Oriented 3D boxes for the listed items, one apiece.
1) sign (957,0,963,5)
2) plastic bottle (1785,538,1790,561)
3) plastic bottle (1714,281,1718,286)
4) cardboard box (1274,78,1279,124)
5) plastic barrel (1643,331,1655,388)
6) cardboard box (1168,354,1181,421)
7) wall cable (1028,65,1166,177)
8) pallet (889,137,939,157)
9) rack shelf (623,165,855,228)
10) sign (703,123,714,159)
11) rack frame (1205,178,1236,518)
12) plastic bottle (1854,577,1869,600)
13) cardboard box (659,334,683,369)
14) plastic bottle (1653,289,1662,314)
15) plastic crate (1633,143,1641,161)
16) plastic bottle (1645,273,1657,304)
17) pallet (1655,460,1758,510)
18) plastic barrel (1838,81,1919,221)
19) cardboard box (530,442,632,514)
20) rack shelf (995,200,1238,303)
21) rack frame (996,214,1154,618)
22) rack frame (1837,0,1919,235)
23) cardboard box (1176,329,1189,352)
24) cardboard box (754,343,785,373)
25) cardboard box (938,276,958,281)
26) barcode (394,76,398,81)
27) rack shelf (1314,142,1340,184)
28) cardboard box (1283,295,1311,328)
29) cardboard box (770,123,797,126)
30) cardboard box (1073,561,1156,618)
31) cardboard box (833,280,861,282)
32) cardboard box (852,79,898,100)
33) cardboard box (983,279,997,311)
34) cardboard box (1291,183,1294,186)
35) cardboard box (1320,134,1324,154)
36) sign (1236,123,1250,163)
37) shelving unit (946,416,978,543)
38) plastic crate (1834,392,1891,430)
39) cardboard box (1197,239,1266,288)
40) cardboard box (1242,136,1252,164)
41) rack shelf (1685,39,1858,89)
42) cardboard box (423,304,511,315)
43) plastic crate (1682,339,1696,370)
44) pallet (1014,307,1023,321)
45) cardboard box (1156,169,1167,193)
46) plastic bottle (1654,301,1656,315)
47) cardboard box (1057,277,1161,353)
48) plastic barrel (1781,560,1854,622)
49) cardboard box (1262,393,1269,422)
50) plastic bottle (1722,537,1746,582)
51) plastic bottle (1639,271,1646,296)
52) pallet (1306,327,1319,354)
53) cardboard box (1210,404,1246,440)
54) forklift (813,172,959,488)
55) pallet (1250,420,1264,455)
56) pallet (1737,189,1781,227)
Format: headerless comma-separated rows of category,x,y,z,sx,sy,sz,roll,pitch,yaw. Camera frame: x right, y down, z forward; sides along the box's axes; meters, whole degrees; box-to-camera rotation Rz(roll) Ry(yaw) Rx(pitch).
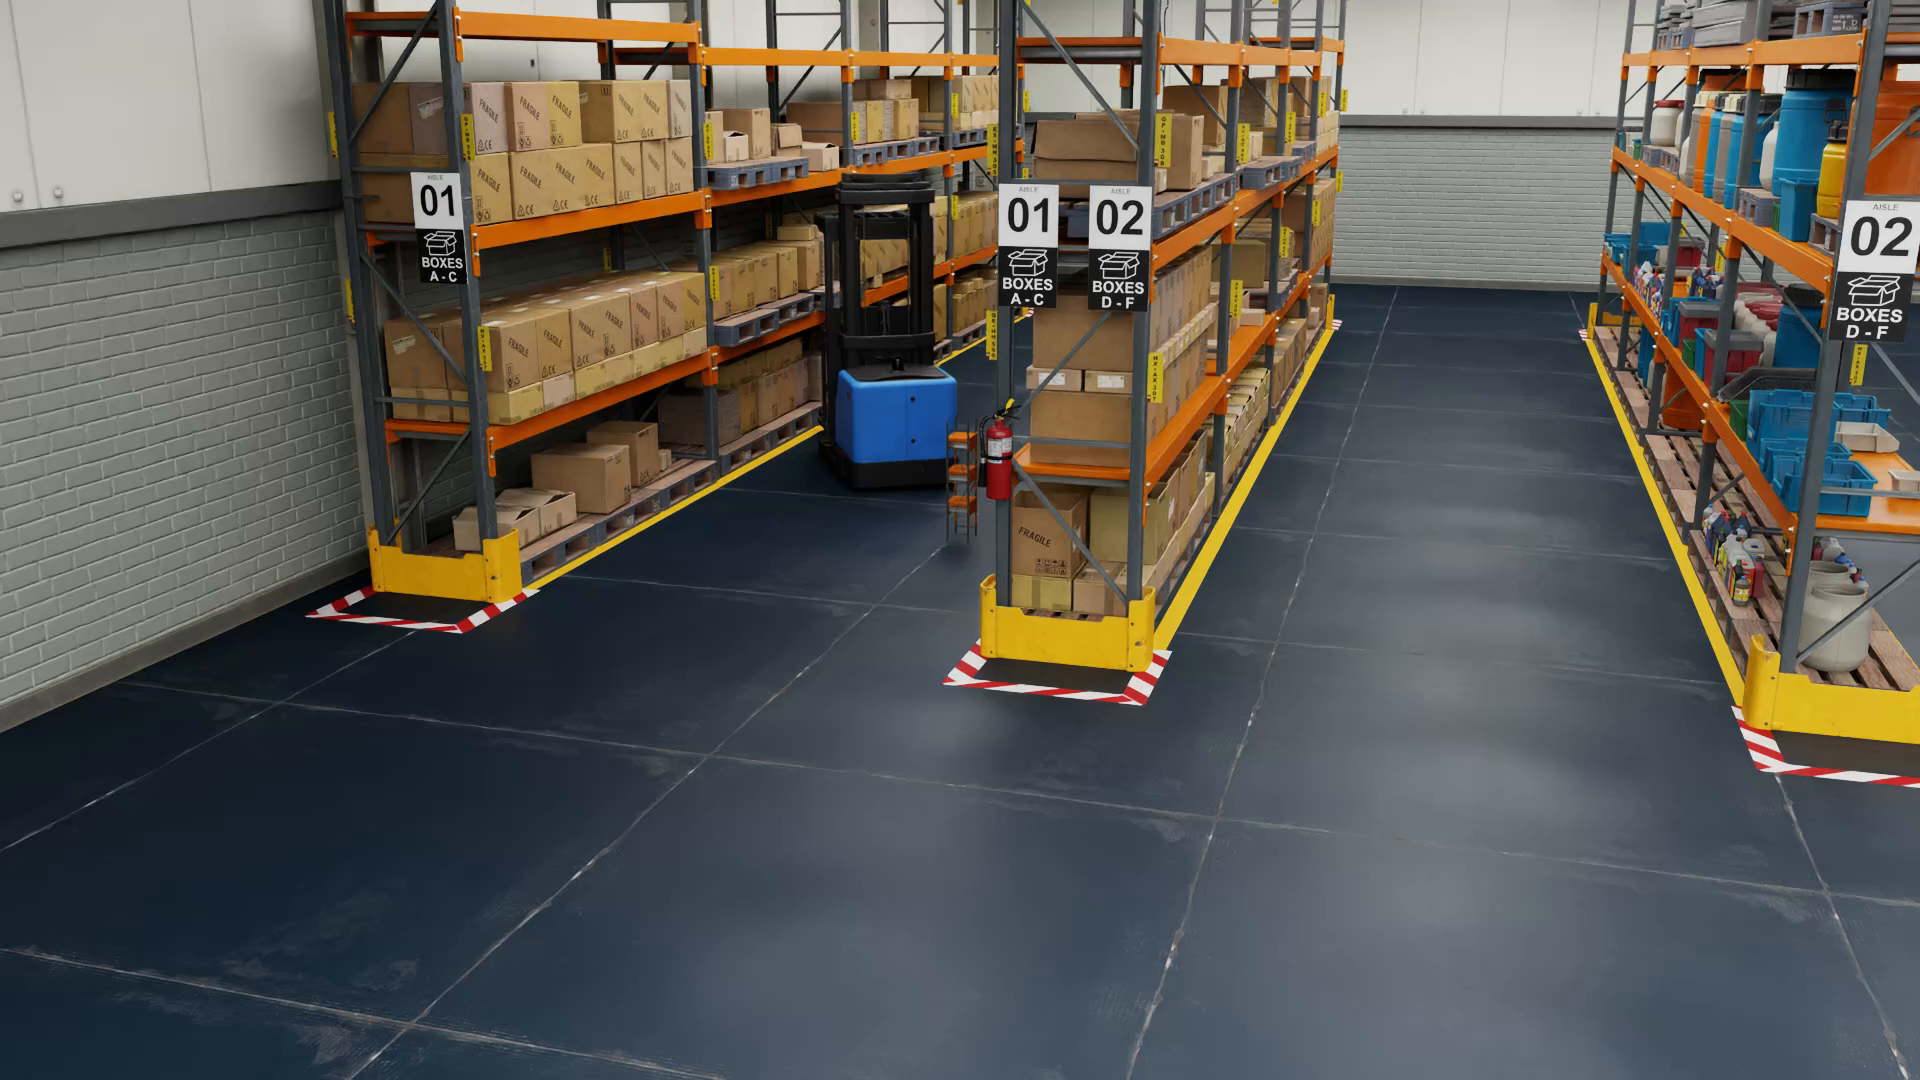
sign,0.007,-8.671,26.408,0.100,0.325,0.005,5,16,16
plastic bottle,6.515,0.028,12.920,0.152,0.276,0.135,5,16,16
plastic bottle,8.643,-2.824,19.025,0.097,0.271,0.097,0,16,0
cardboard box,3.434,-5.092,19.270,0.500,0.500,0.500,5,16,16
plastic barrel,8.527,-2.266,19.899,0.600,0.901,0.708,5,16,16
cardboard box,1.323,-1.220,12.951,0.700,0.500,0.500,5,17,18
wall cable,2.487,-8.059,31.943,3.097,2.526,0.112,5,16,16
pallet,-0.813,-5.276,22.286,0.805,0.209,1.217,4,16,14
rack shelf,-2.305,-3.696,17.683,1.077,0.370,4.000,5,16,16
sign,-2.351,-3.727,15.529,0.100,0.325,0.005,5,16,16
rack frame,1.877,-1.692,14.799,1.000,3.000,0.127,5,16,16
plastic bottle,6.303,0.390,11.651,0.097,0.271,0.097,0,16,0
cardboard box,-2.867,-1.736,15.190,0.500,0.250,0.500,5,17,16
plastic bottle,7.695,-2.622,18.311,0.097,0.271,0.097,0,16,0
plastic crate,8.730,-4.876,20.913,0.450,0.188,0.662,5,16,16
plastic bottle,7.969,-2.890,19.110,0.144,0.351,0.185,5,16,16
pallet,7.156,-0.494,15.686,1.003,0.211,1.213,5,16,16
plastic barrel,5.505,-2.249,9.709,0.600,0.830,0.708,5,16,16
cardboard box,-3.308,-0.549,14.544,0.700,0.500,0.500,4,16,12
rack shelf,1.309,-2.266,12.643,1.077,0.370,4.000,5,16,16
rack frame,0.741,-0.646,11.109,1.000,3.000,0.127,5,16,16
rack frame,5.489,-3.147,8.933,1.000,3.000,0.127,5,16,16
cardboard box,1.571,-1.563,12.971,0.380,0.149,0.250,5,17,18
cardboard box,-2.254,-2.020,18.355,0.500,0.250,0.500,5,16,16
cardboard box,-0.226,-3.918,25.269,0.380,0.149,0.250,5,17,16
barcode,-4.287,-3.514,12.610,0.001,0.075,0.075,5,16,16
rack shelf,4.719,-5.406,23.711,1.077,0.370,4.000,5,16,16
cardboard box,4.680,-3.288,24.193,0.797,0.503,0.637,5,16,16
cardboard box,-2.161,-4.452,18.812,0.500,0.500,0.500,5,16,16
cardboard box,1.106,0.352,11.861,0.500,0.250,0.500,5,16,16
cardboard box,-1.421,-3.079,20.111,0.380,0.149,0.250,4,16,15
cardboard box,-1.118,-5.866,21.654,0.500,0.250,0.500,4,16,14
cardboard box,0.292,-3.893,26.368,0.700,0.500,0.500,5,16,16
cardboard box,4.620,-4.997,24.436,0.500,0.500,0.500,5,17,17
cardboard box,4.672,-5.395,22.630,0.500,0.250,0.500,5,16,16
sign,2.410,-3.380,14.158,0.100,0.325,0.005,5,16,16
shelving unit,0.015,-0.519,14.235,0.215,1.050,0.252,5,16,16
plastic crate,6.571,-0.925,12.366,0.499,0.251,0.616,5,16,16
cardboard box,3.085,-3.162,19.029,0.700,0.500,0.500,-1,16,-3
cardboard box,2.634,-3.901,16.595,0.500,0.250,0.500,4,16,15
rack shelf,7.194,-4.178,14.620,1.077,0.370,4.000,5,16,16
cardboard box,-3.927,-1.598,13.330,0.500,0.500,0.500,5,17,17
plastic crate,6.850,-1.683,15.154,0.450,0.188,0.662,5,16,16
pallet,0.385,-3.658,26.840,1.003,0.211,1.213,5,16,16
cardboard box,1.244,-2.532,11.695,0.380,0.149,0.250,5,16,16
plastic bottle,7.667,-2.563,18.231,0.097,0.201,0.097,0,16,0
cardboard box,1.045,-1.591,11.881,0.700,0.500,0.500,4,16,14
plastic barrel,5.745,0.425,11.124,0.421,0.512,0.421,0,16,0
cardboard box,3.098,-1.461,18.254,0.500,0.250,0.500,5,17,17
plastic bottle,5.771,0.144,12.374,0.144,0.351,0.185,5,17,18
plastic bottle,8.133,-3.049,19.795,0.061,0.283,0.133,5,16,16
pallet,4.692,-2.943,24.321,1.003,0.211,1.213,5,16,16
cardboard box,2.527,-1.196,16.291,0.500,0.311,0.500,4,16,14
forklift,-0.866,-2.265,16.945,1.130,2.935,3.031,-4,16,-13
pallet,2.743,-1.185,18.120,1.003,0.211,1.213,5,16,16
pallet,6.514,-2.463,12.365,1.213,0.211,1.003,5,16,16
